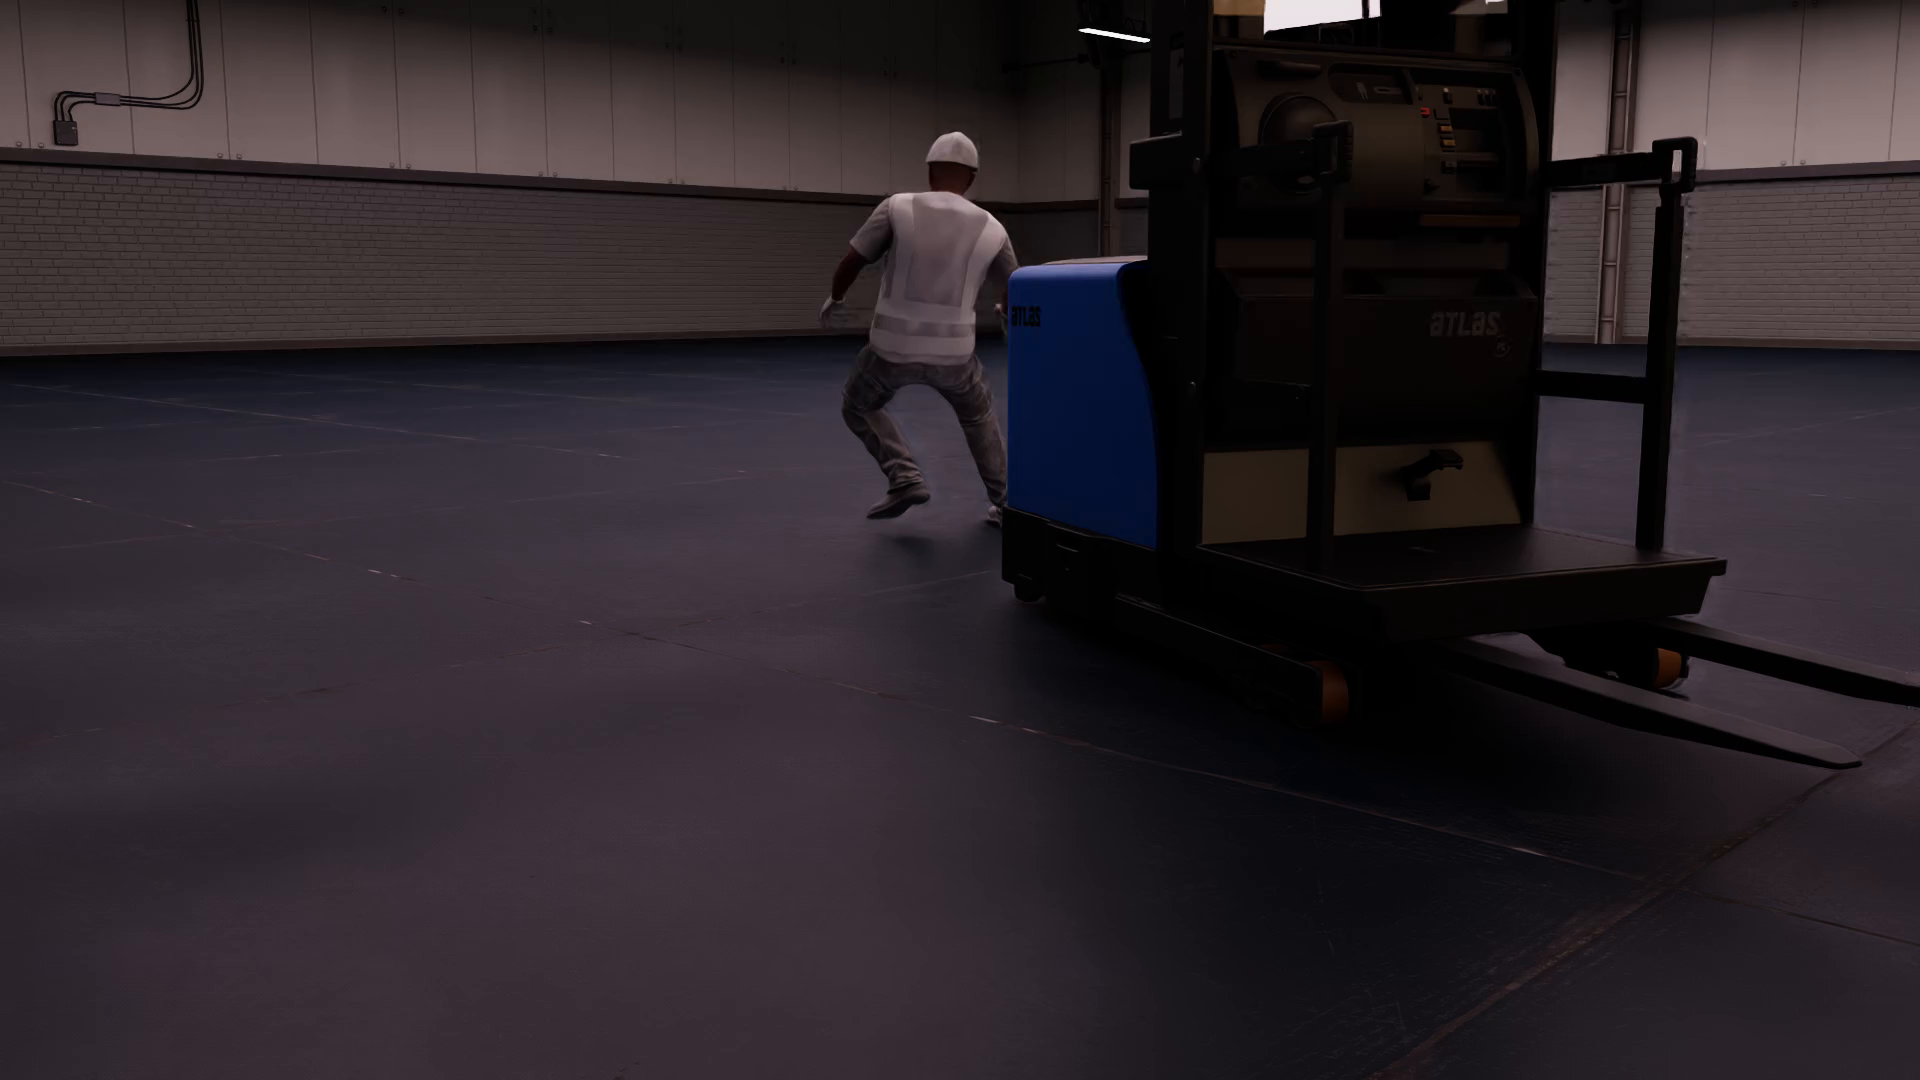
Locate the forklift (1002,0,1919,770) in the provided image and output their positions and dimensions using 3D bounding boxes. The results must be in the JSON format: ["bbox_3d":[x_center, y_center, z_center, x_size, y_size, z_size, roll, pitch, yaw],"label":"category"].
[{"bbox_3d":[1.172,-1.083,4.064,1.130,2.935,3.031,-4,9,-22],"label":"forklift"}]

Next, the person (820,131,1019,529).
[{"bbox_3d":[-0.131,-0.839,6.850,0.872,1.627,0.713,-2,9,-11],"label":"person"}]
